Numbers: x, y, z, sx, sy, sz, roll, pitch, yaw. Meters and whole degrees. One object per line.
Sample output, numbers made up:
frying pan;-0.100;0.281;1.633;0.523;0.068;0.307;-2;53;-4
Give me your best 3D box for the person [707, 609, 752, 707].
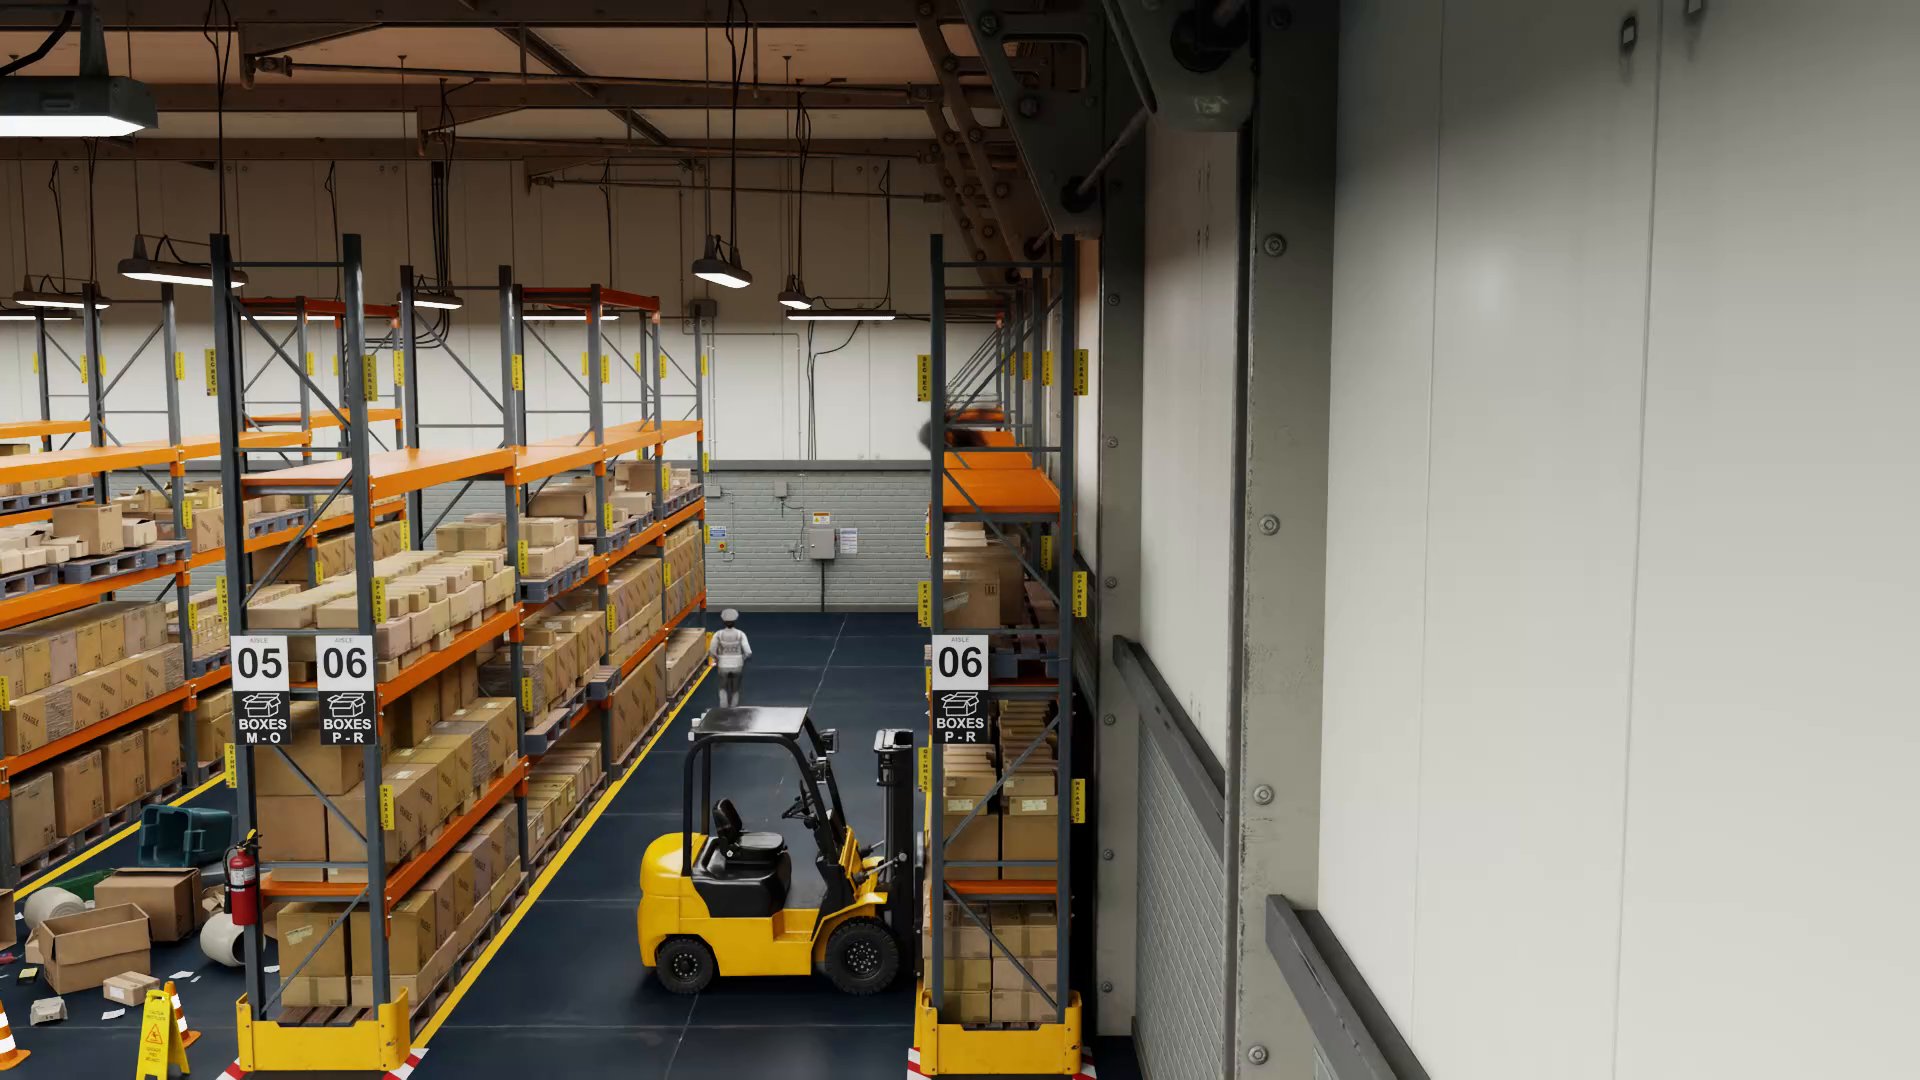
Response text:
person;-3.222;1.780;23.272;0.611;1.643;0.569;-1;6;-6
